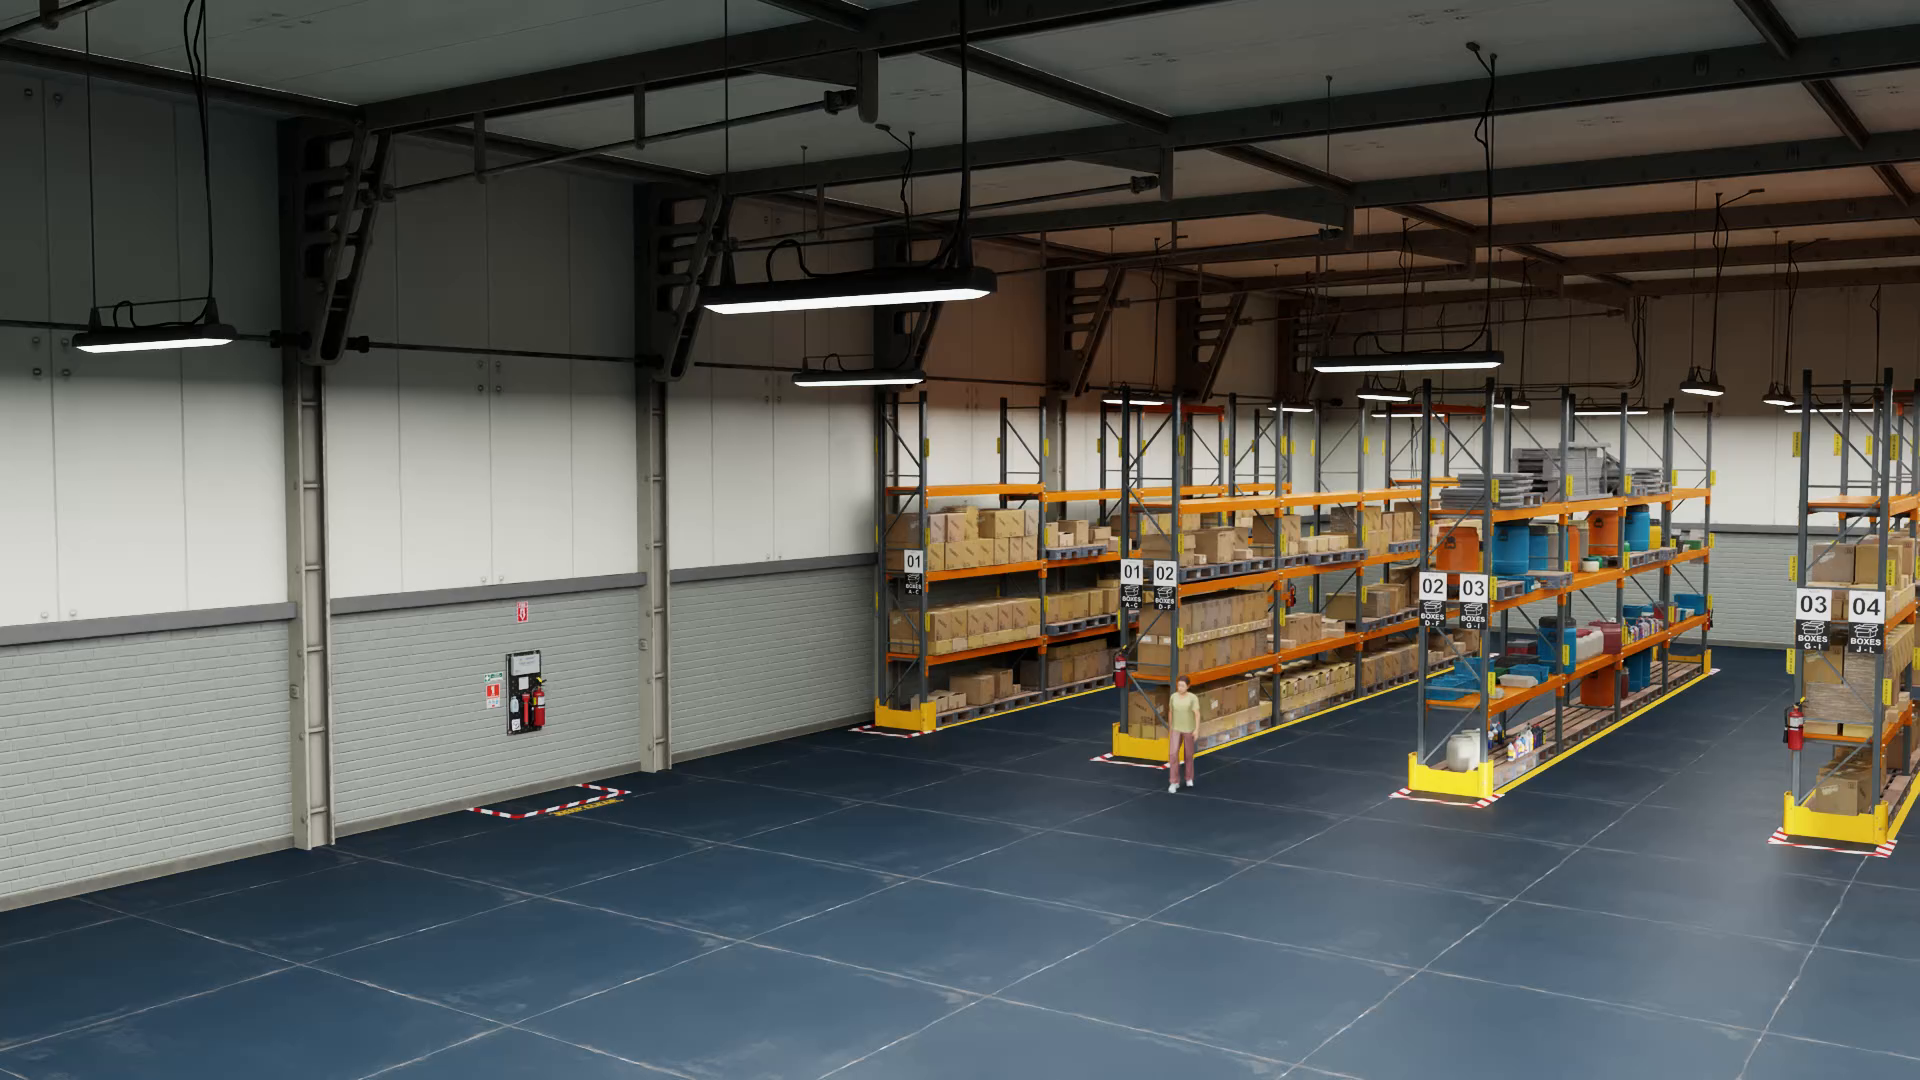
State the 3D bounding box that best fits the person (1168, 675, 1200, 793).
[{"bbox_3d":[3.273,2.815,24.347,0.495,1.679,0.695,1,3,21],"label":"person"}]
